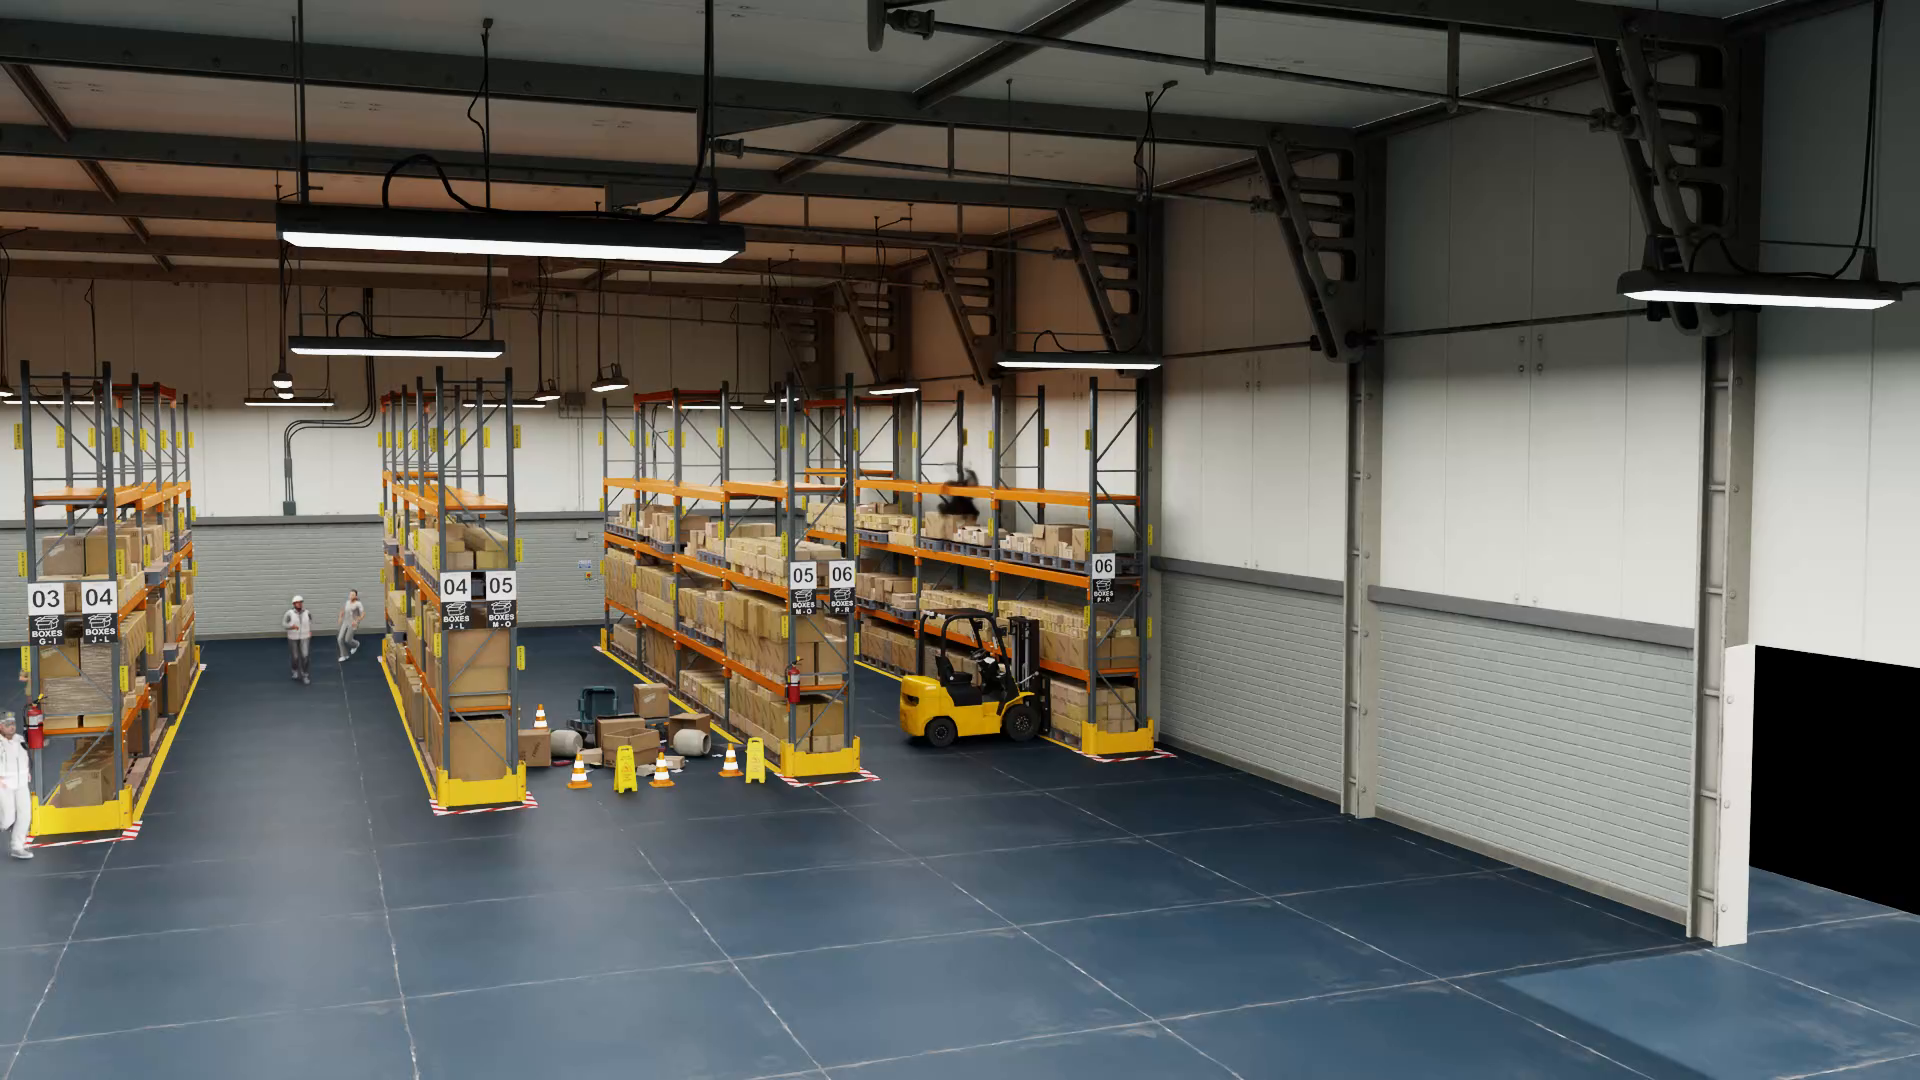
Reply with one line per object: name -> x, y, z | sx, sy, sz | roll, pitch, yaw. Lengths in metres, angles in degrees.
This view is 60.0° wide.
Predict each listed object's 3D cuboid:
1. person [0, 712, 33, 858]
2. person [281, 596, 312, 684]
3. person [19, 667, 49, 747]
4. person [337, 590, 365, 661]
person -> -11.420, 2.925, 19.935 | 0.772, 1.742, 0.676 | 2, 4, 24
person -> -13.685, 2.054, 34.363 | 0.642, 1.822, 0.808 | -2, 4, -29
person -> -15.040, 2.539, 27.151 | 0.558, 1.685, 0.639 | -2, 4, -27
person -> -13.848, 1.936, 37.907 | 0.610, 1.632, 0.570 | 1, 4, 14
